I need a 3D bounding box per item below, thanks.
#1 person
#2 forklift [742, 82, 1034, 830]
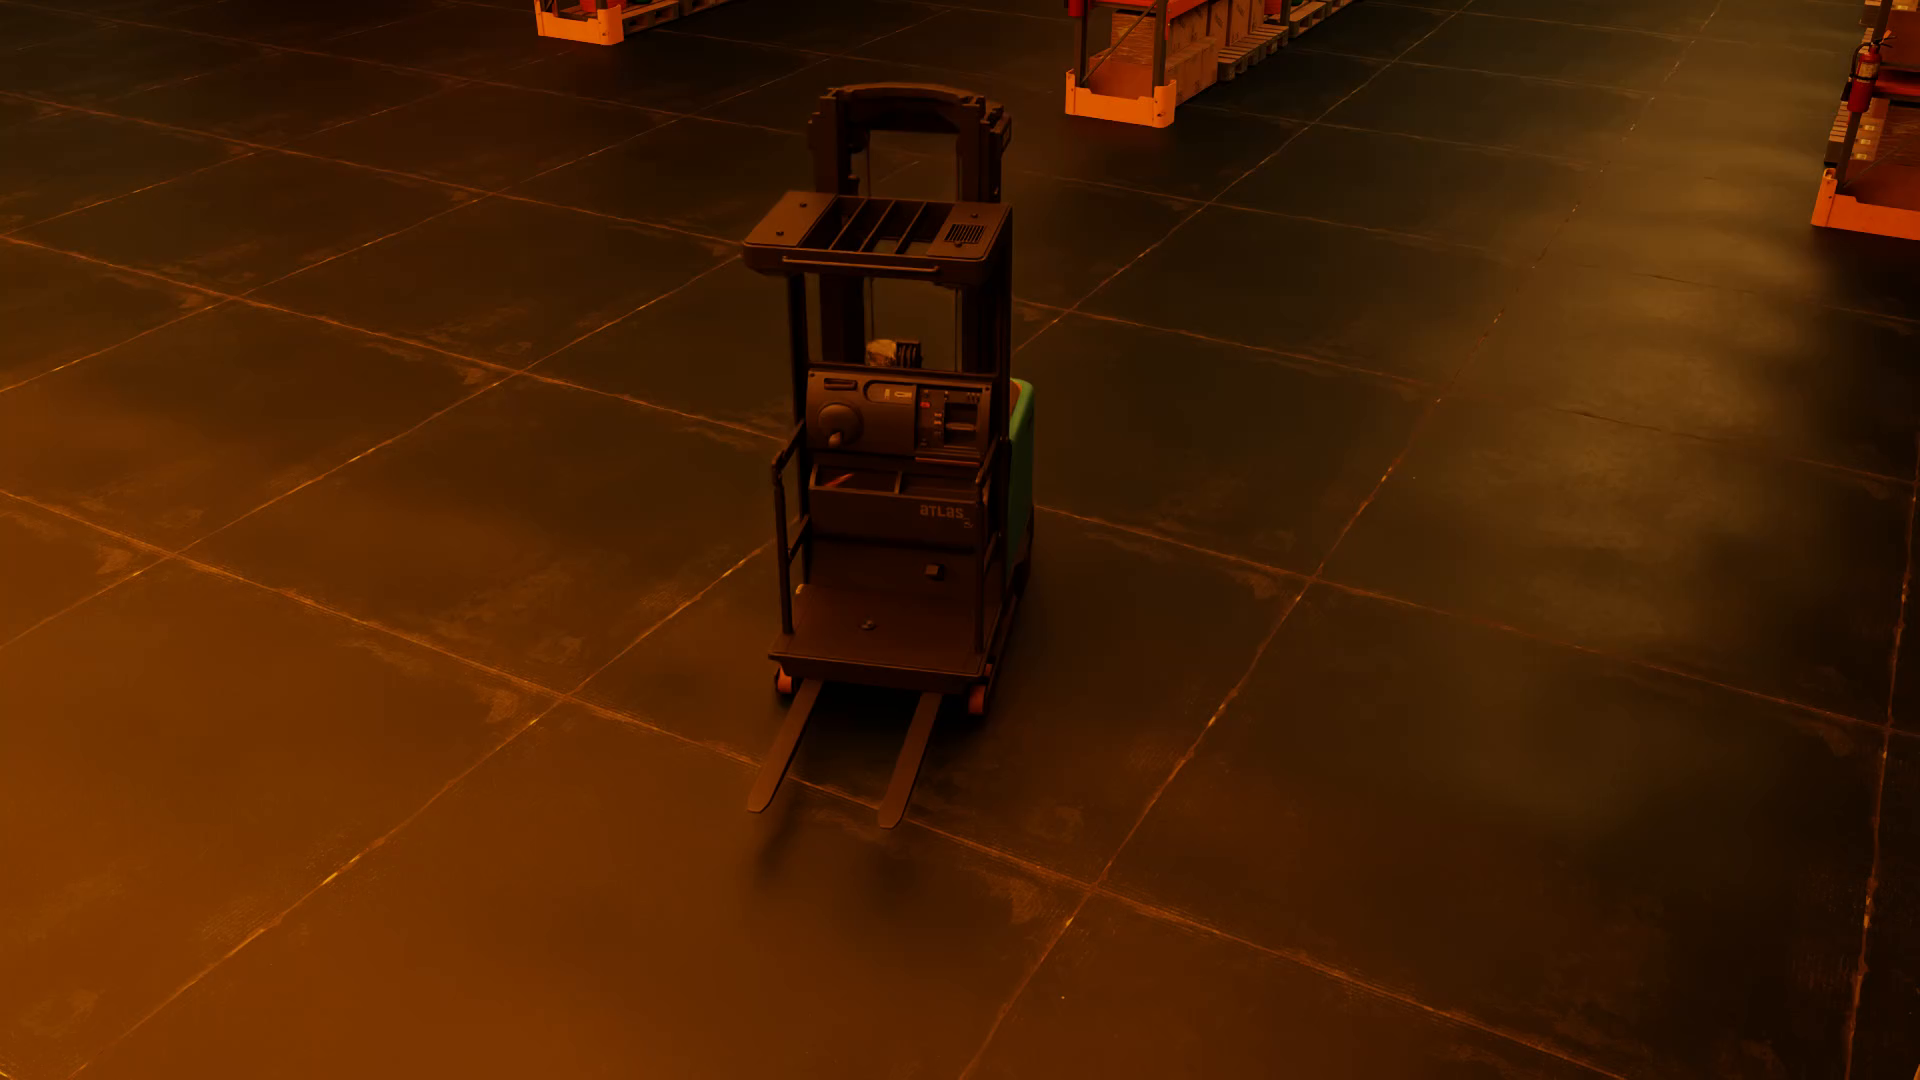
[{"bbox_3d":[-0.479,-0.351,8.853,0.727,1.500,0.731,-22,36,-33],"label":"person"},{"bbox_3d":[-0.343,-0.575,8.066,1.130,2.935,3.031,5,30,9],"label":"forklift"}]
